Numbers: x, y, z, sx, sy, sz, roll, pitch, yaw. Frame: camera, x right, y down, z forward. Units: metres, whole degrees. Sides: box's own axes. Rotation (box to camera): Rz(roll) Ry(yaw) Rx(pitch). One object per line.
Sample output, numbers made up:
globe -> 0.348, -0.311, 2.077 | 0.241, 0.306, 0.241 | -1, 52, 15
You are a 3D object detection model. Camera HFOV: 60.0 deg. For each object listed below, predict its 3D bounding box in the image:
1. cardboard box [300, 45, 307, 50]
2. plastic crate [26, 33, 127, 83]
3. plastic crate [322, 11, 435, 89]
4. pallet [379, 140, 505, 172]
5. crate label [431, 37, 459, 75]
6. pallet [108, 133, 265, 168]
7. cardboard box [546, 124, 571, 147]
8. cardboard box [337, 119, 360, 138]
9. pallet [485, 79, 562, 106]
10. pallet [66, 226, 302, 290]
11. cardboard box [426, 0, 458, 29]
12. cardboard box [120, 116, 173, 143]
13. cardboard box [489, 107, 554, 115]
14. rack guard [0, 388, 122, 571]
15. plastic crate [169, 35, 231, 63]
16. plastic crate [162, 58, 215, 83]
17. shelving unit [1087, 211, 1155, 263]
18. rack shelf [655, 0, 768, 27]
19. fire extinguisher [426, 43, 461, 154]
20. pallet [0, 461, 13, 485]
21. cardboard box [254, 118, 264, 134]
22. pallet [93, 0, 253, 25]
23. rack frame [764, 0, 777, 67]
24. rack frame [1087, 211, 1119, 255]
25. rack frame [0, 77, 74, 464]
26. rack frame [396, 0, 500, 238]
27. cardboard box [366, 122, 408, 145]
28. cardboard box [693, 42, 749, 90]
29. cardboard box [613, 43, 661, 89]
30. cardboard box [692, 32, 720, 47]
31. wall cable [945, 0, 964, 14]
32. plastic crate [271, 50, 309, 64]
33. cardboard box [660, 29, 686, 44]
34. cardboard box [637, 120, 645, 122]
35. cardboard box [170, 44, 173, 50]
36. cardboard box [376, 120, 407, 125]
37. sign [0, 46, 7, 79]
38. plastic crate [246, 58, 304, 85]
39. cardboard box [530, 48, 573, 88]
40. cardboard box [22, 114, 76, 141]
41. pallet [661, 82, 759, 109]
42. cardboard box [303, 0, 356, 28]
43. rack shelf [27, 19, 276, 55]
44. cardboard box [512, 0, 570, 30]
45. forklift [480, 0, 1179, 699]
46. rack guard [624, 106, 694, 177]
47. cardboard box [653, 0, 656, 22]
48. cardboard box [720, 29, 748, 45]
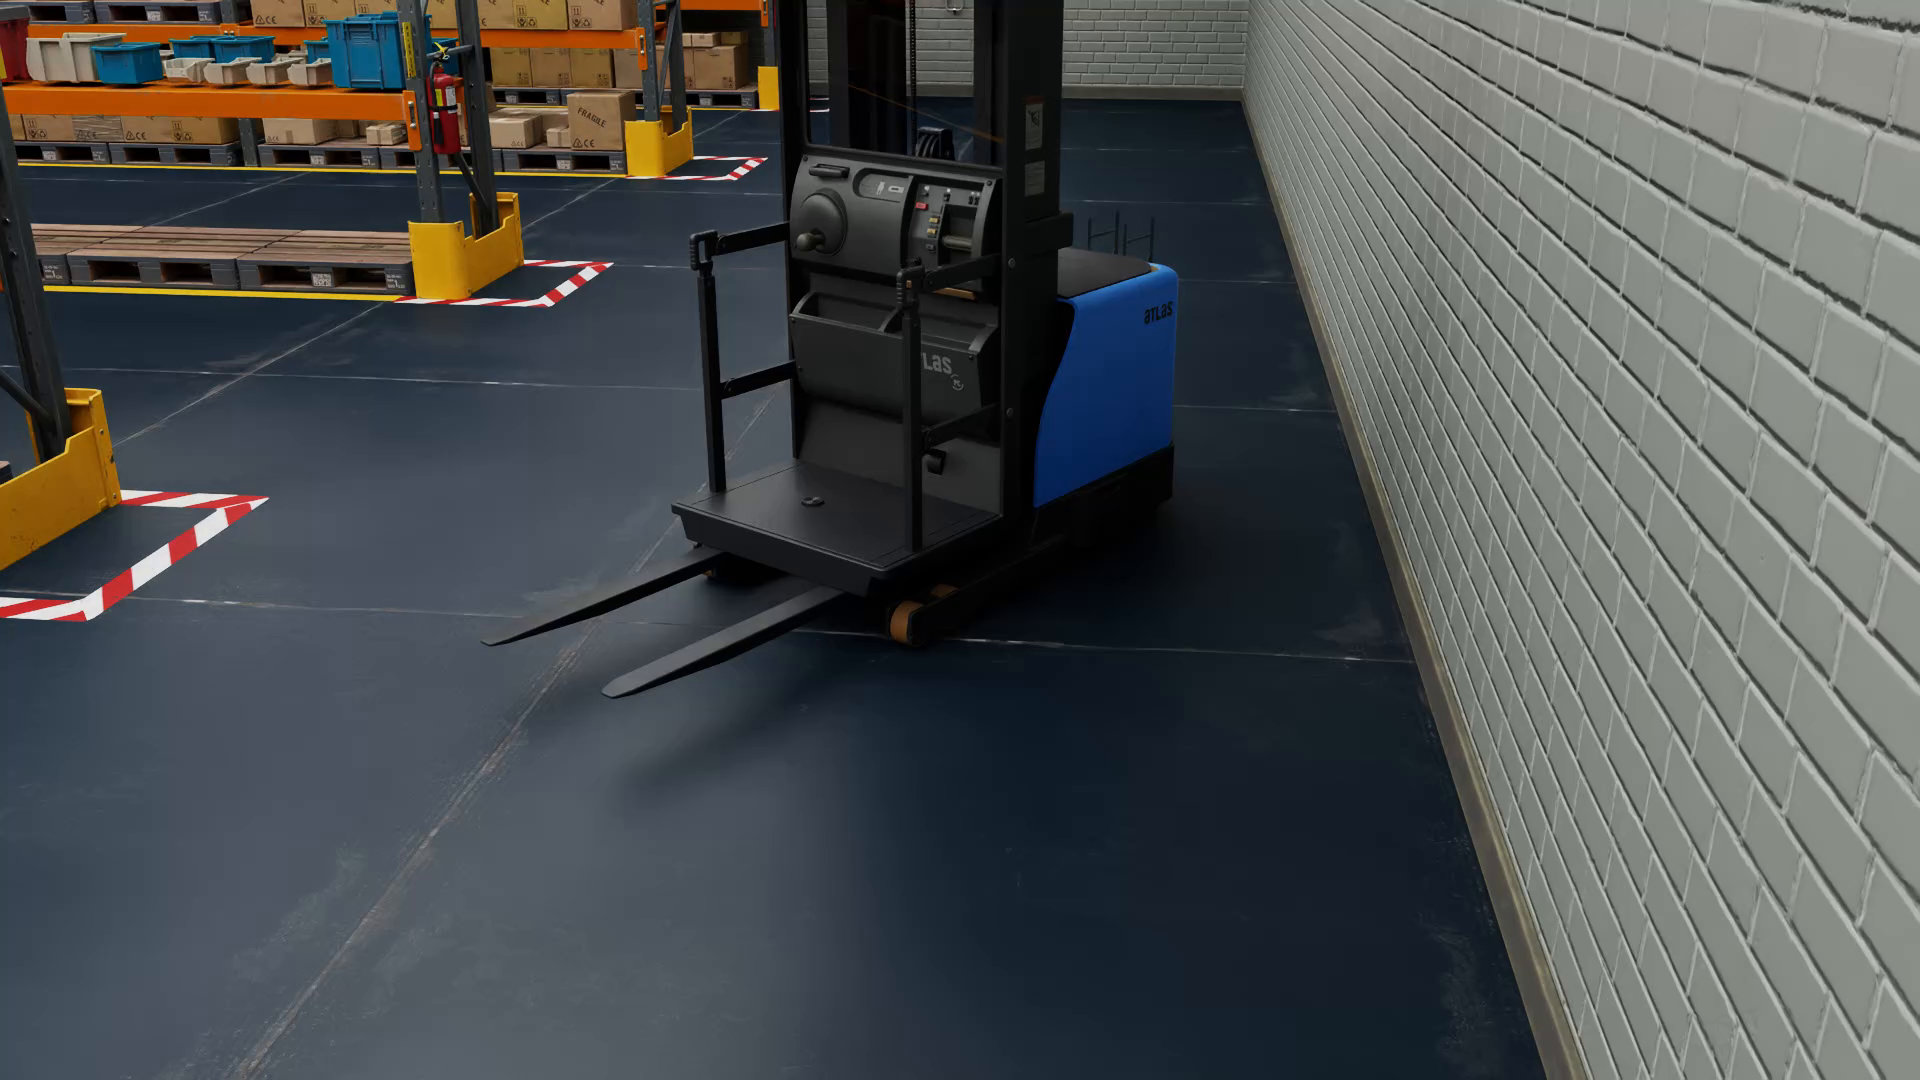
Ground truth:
cardboard box -> -7.739, -6.191, 20.872 | 0.750, 0.750, 0.750 | 3, 22, 8
plastic crate -> -5.866, -3.200, 11.032 | 0.530, 0.282, 0.437 | 2, 22, 6
plastic crate -> -3.743, -3.178, 10.768 | 0.499, 0.435, 0.616 | 2, 22, 6
pallet -> -4.878, -3.790, 16.238 | 1.213, 0.211, 1.003 | 2, 22, 6
crate label -> -3.595, -3.268, 11.272 | 0.303, 0.233, 0.416 | 2, 22, 6
pallet -> -7.587, -3.893, 16.500 | 1.213, 0.211, 1.003 | 2, 22, 6
cardboard box -> -3.763, -3.866, 15.895 | 0.250, 0.166, 0.380 | 2, 22, 6
cardboard box -> -6.175, -4.289, 16.511 | 0.500, 0.500, 0.500 | 2, 22, 6
pallet -> -5.449, -5.619, 20.865 | 1.213, 0.211, 1.003 | 2, 22, 6
pallet -> -5.411, -1.994, 11.696 | 1.213, 0.211, 1.003 | 2, 22, 6
cardboard box -> -4.790, -5.028, 15.443 | 0.500, 0.500, 0.500 | 2, 22, 6
cardboard box -> -7.788, -4.152, 16.163 | 0.500, 0.500, 0.500 | 3, 22, 6
cardboard box -> -4.302, -4.092, 16.351 | 0.500, 0.250, 0.500 | 2, 22, 6
rack guard -> -3.948, -0.215, 6.804 | 0.348, 0.500, 1.175 | 2, 22, 6
plastic crate -> -5.201, -3.338, 11.449 | 0.300, 0.233, 0.416 | 2, 22, 6
plastic crate -> -5.082, -3.088, 10.949 | 0.250, 0.136, 0.298 | 2, 22, 6
shelving unit -> 0.700, -0.842, 7.437 | 0.189, 1.200, 0.258 | 16, 27, 35
rack shelf -> -4.209, -6.556, 20.421 | 4.000, 0.370, 1.077 | 2, 22, 6
fire extinguisher -> -3.292, -2.805, 10.568 | 0.183, 0.674, 0.296 | 2, 22, 6
pallet -> -4.775, -0.088, 6.875 | 1.213, 0.211, 1.003 | 2, 22, 6
cardboard box -> -7.226, -4.320, 16.590 | 0.500, 0.500, 0.500 | 2, 22, 4
pallet -> -7.555, -5.154, 16.156 | 1.213, 0.211, 1.003 | 2, 22, 6
rack frame -> -2.223, -6.804, 20.070 | 0.127, 3.000, 1.000 | 2, 22, 6
rack frame -> 0.629, -0.863, 7.490 | 0.006, 1.200, 0.240 | 16, 27, 35
rack frame -> -3.972, -1.379, 6.347 | 0.127, 3.000, 1.000 | 2, 22, 6
rack frame -> -3.389, -3.187, 10.921 | 0.127, 3.000, 1.000 | 2, 22, 6
cardboard box -> -5.523, -3.924, 16.042 | 0.250, 0.166, 0.380 | 2, 22, 6
cardboard box -> -2.930, -5.831, 20.437 | 0.500, 0.500, 0.700 | 2, 22, 6
cardboard box -> -3.926, -5.874, 20.546 | 0.500, 0.500, 0.700 | 2, 22, 5
cardboard box -> -3.079, -6.071, 20.163 | 0.250, 0.149, 0.380 | 2, 22, 6
wall cable -> -0.840, -7.566, 20.617 | 1.851, 1.984, 0.084 | 2, 22, 6
plastic crate -> -4.578, -3.297, 11.475 | 0.298, 0.136, 0.250 | 2, 22, 6
cardboard box -> -3.534, -6.233, 20.571 | 0.250, 0.149, 0.380 | 3, 22, 7
cardboard box -> -3.177, -4.018, 16.302 | 0.250, 0.149, 0.380 | 2, 22, 6
cardboard box -> -9.452, -6.266, 21.062 | 0.750, 0.750, 0.750 | 2, 22, 6
cardboard box -> -5.430, -4.169, 16.464 | 0.500, 0.311, 0.500 | 2, 22, 6
sign -> -3.900, -2.020, 6.685 | 0.005, 0.325, 0.100 | 2, 22, 6
plastic crate -> -4.506, -3.079, 10.926 | 0.243, 0.136, 0.396 | 2, 22, 6
cardboard box -> -4.966, -5.917, 20.656 | 0.500, 0.500, 0.700 | 2, 22, 6
cardboard box -> -8.791, -4.195, 16.272 | 0.500, 0.500, 0.500 | 2, 22, 4
pallet -> -3.026, -5.513, 20.598 | 1.213, 0.211, 1.003 | 2, 22, 6
cardboard box -> -5.791, -5.072, 15.554 | 0.500, 0.500, 0.500 | 3, 22, 7
rack shelf -> -8.760, -4.920, 16.284 | 4.000, 0.370, 1.077 | 2, 22, 6
cardboard box -> -3.794, -4.983, 15.328 | 0.500, 0.500, 0.500 | 3, 22, 7
forklift -> -0.387, -1.184, 5.947 | 1.130, 2.935, 3.031 | 16, 27, 35
rack guard -> -2.878, -3.836, 15.963 | 0.348, 0.500, 1.175 | 2, 22, 6
cardboard box -> -3.212, -5.157, 15.769 | 0.500, 0.500, 0.500 | 3, 22, 7
cardboard box -> -2.782, -6.200, 20.489 | 0.250, 0.149, 0.380 | 3, 22, 7
